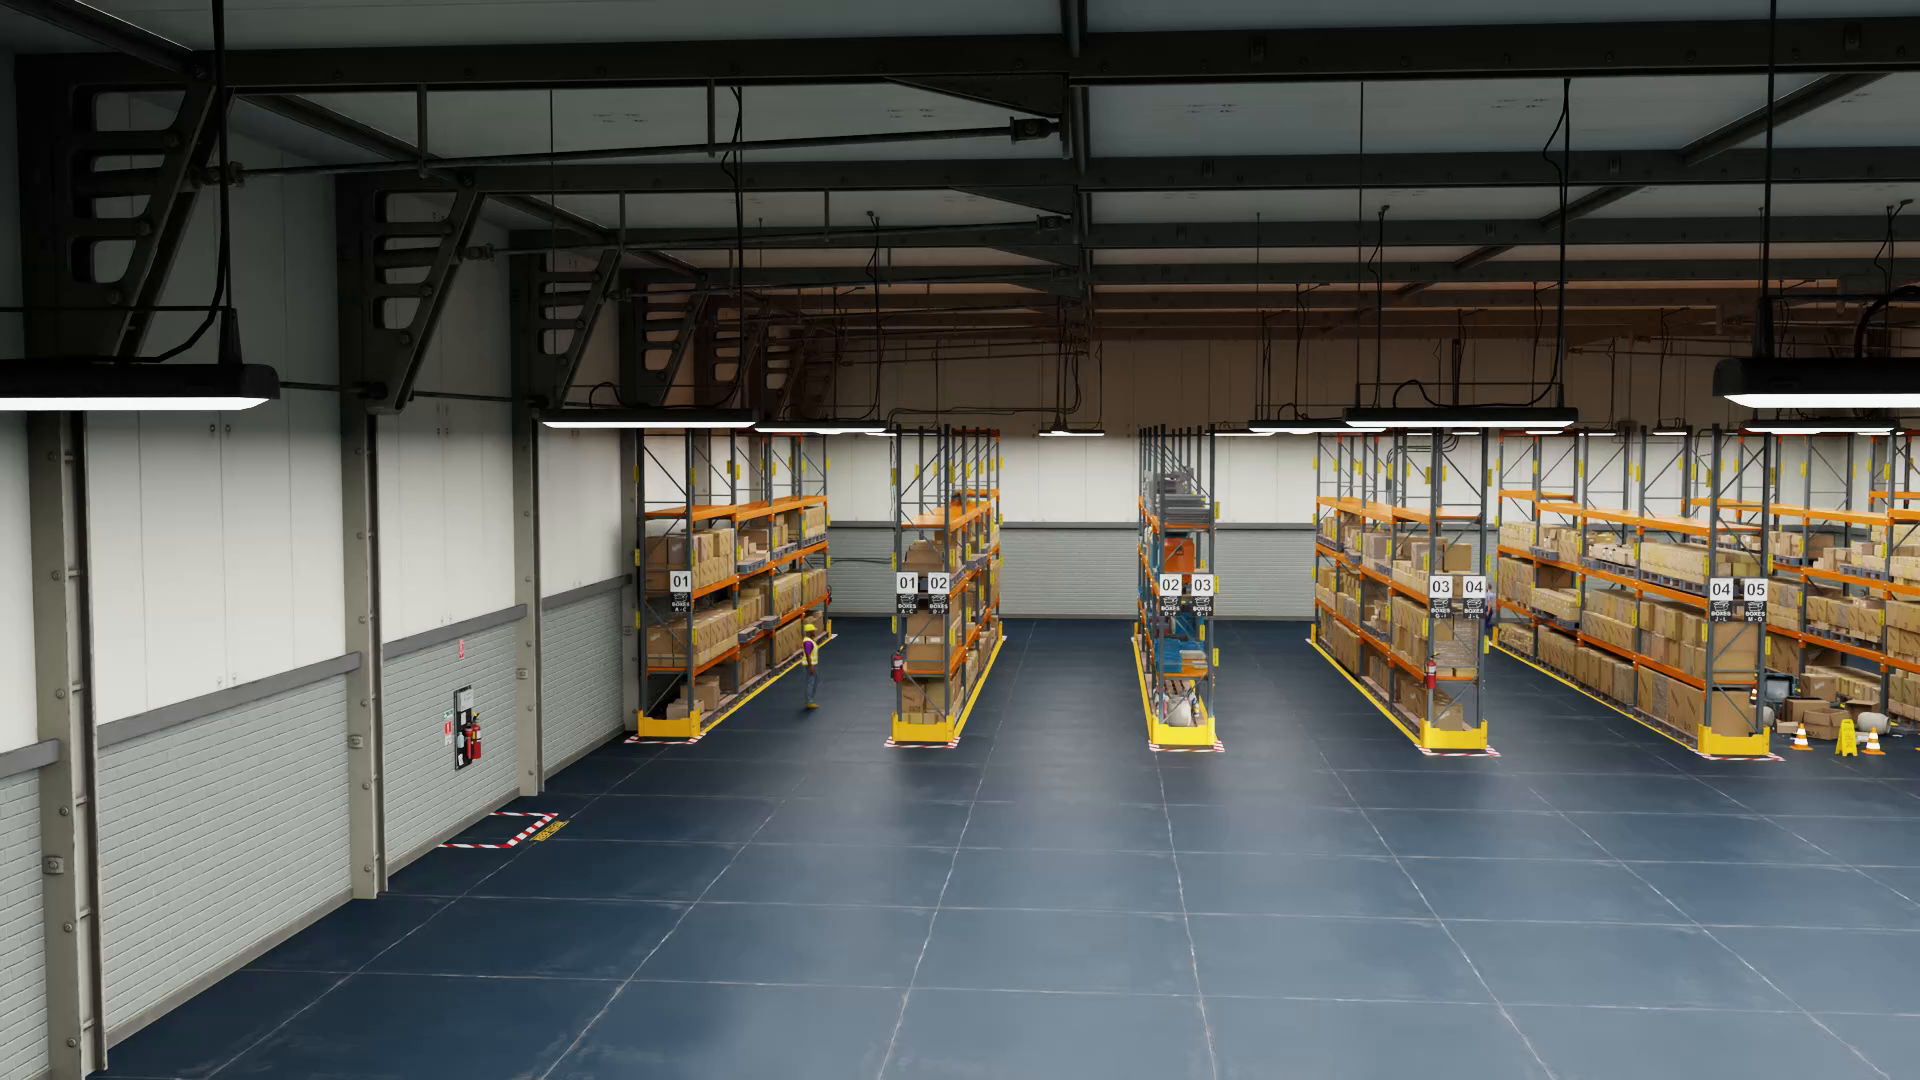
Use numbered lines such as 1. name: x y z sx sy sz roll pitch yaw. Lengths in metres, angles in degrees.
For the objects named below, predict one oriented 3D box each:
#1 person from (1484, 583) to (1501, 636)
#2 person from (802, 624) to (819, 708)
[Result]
1. person: 15.048 2.019 47.413 0.693 1.611 0.550 0 3 3
2. person: -3.184 2.720 35.503 0.401 1.847 0.634 0 3 5
